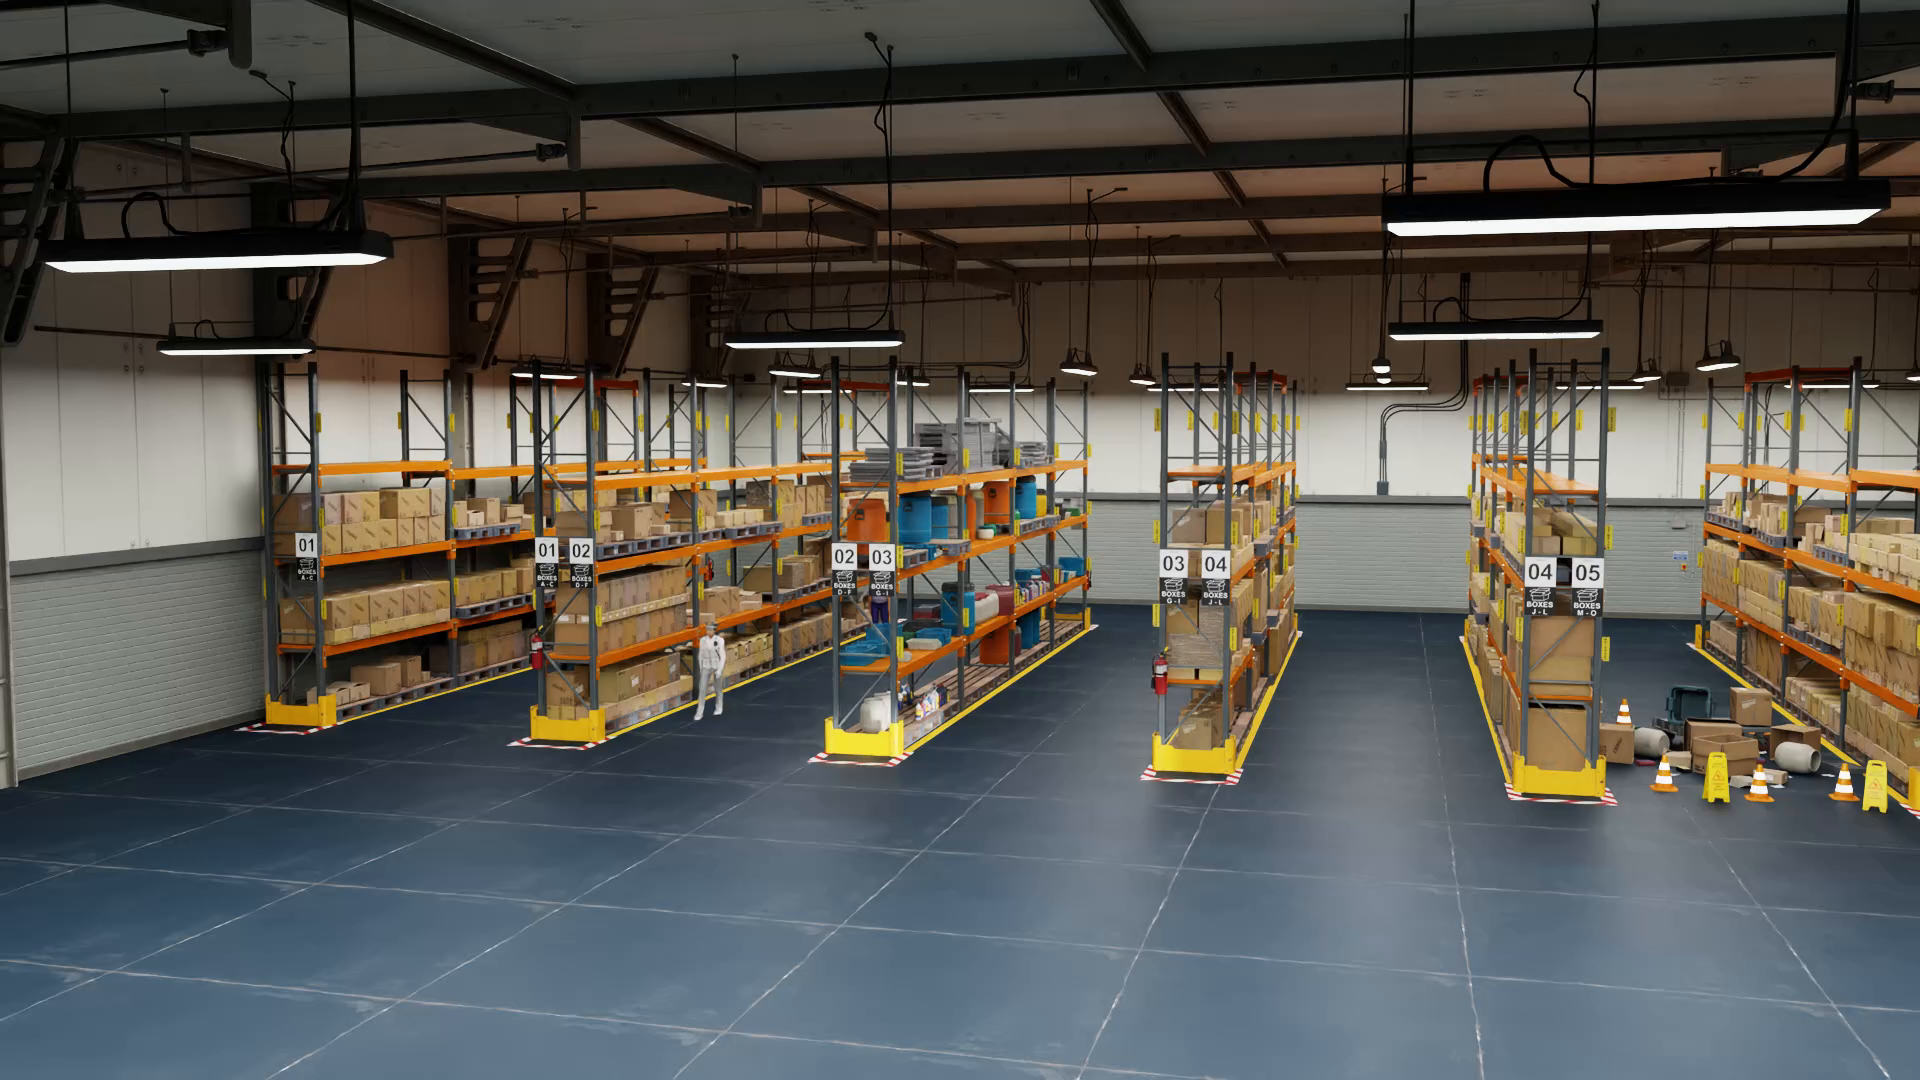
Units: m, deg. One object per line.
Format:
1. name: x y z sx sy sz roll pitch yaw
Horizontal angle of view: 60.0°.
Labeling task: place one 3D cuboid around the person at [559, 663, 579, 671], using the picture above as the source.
1. person: -7.044 2.132 29.884 0.396 1.508 1.011 0 4 3

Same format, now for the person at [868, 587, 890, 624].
1. person: -1.817 1.541 37.431 0.510 1.656 0.452 1 4 7

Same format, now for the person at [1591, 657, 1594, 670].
1. person: 12.558 1.821 33.431 0.512 1.674 0.516 1 4 14

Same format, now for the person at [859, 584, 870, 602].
1. person: -2.244 1.010 45.085 1.100 1.597 0.408 1 4 19

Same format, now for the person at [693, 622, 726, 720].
1. person: -4.212 2.185 28.144 0.497 1.628 0.940 0 4 1
